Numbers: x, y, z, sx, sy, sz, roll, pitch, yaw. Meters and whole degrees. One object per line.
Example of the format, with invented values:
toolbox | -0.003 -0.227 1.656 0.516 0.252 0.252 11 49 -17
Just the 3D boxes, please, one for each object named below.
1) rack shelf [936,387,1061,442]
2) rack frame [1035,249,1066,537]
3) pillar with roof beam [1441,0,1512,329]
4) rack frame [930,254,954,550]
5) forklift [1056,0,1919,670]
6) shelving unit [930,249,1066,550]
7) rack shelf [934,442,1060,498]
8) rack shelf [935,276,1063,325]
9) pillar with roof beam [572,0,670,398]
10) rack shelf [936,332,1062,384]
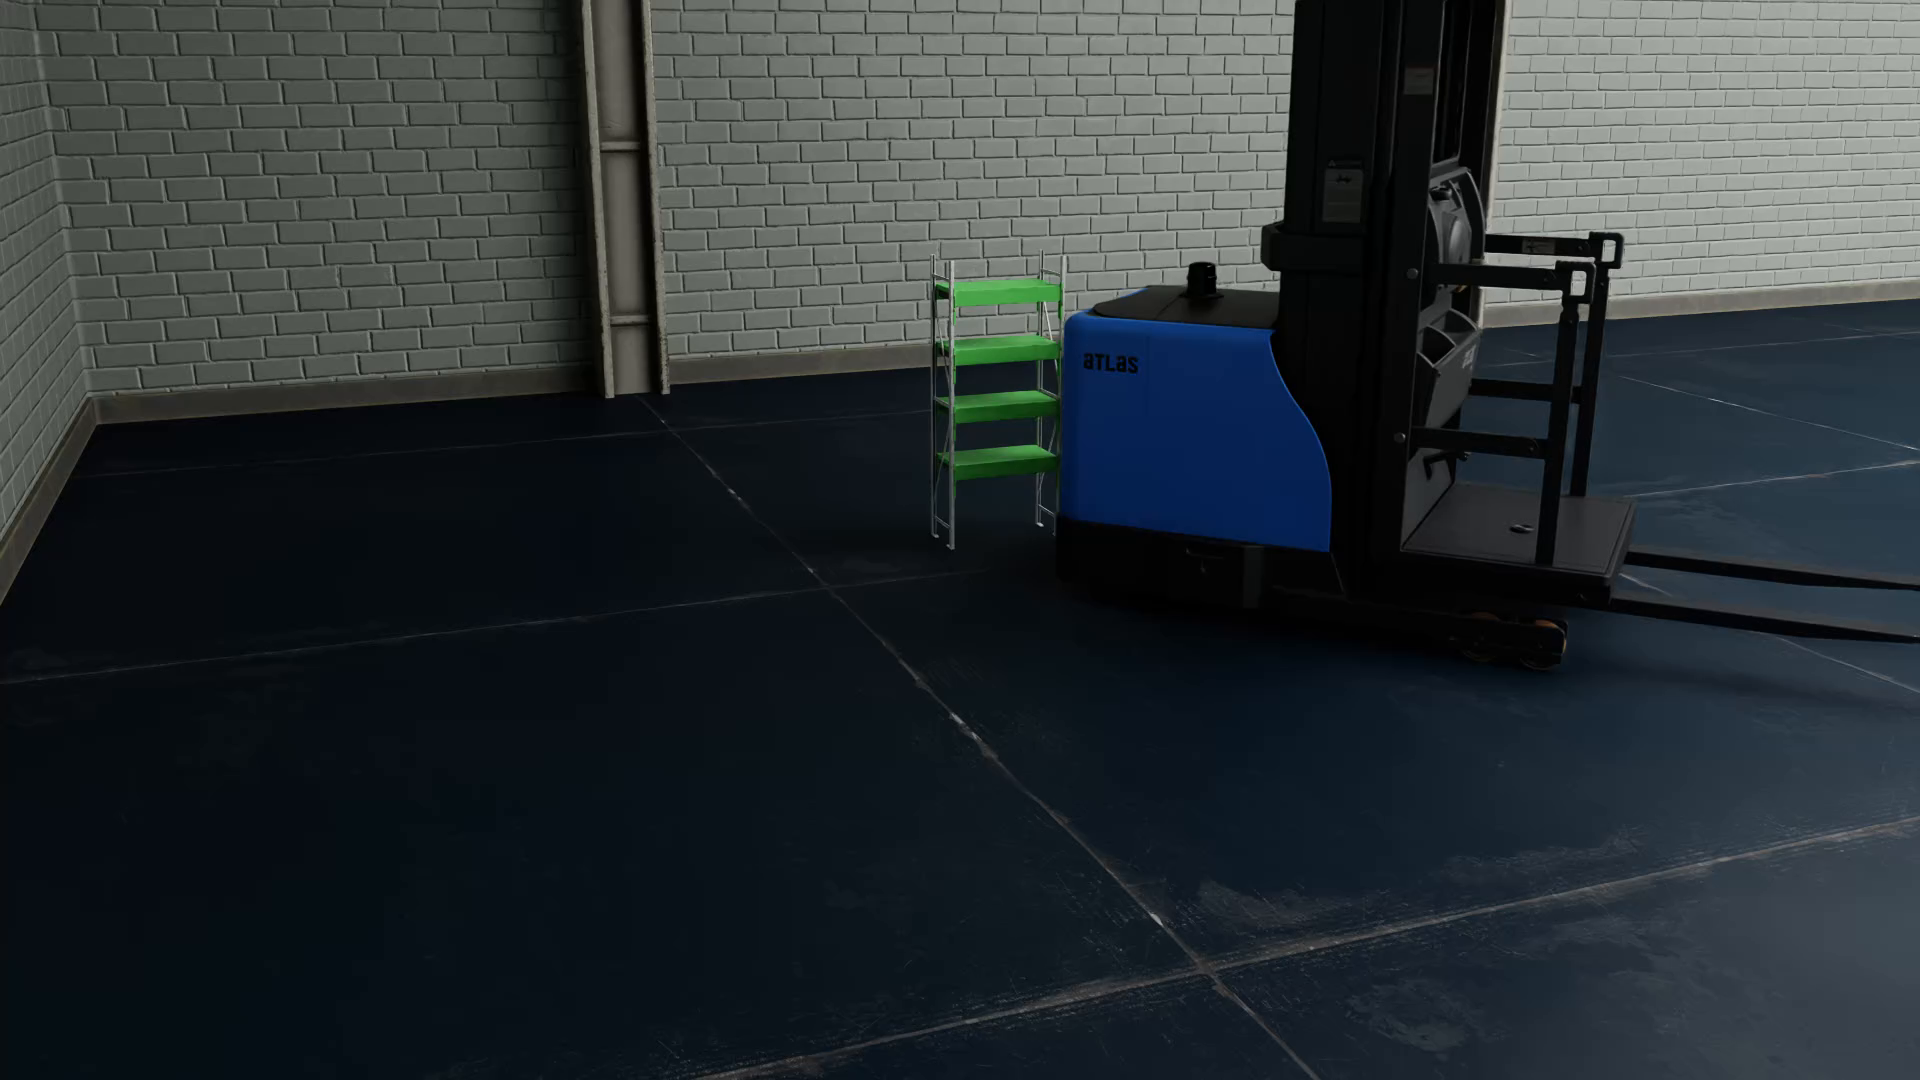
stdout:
rack shelf | 0.155 -0.531 7.004 0.480 0.148 0.258 -6 17 -20
rack frame | 0.382 -0.617 7.070 0.015 1.200 0.240 -6 17 -20
pillar with roof beam | 5.136 -4.704 7.144 0.400 9.000 9.100 -6 17 -20
rack frame | -0.073 -0.568 6.902 0.015 1.200 0.240 -6 17 -20
forklift | 1.925 -1.138 5.772 3.031 2.935 1.130 8 18 25
shelving unit | 0.155 -0.592 6.986 0.503 1.200 0.258 -6 17 -20
rack shelf | 0.155 -0.301 7.072 0.480 0.148 0.258 -6 17 -20
rack shelf | 0.155 -0.992 6.869 0.480 0.148 0.258 -6 17 -20
pillar with roof beam | -0.467 -4.099 5.084 0.400 9.000 9.100 -6 17 -20
rack shelf | 0.155 -0.761 6.936 0.480 0.148 0.258 -6 17 -20
